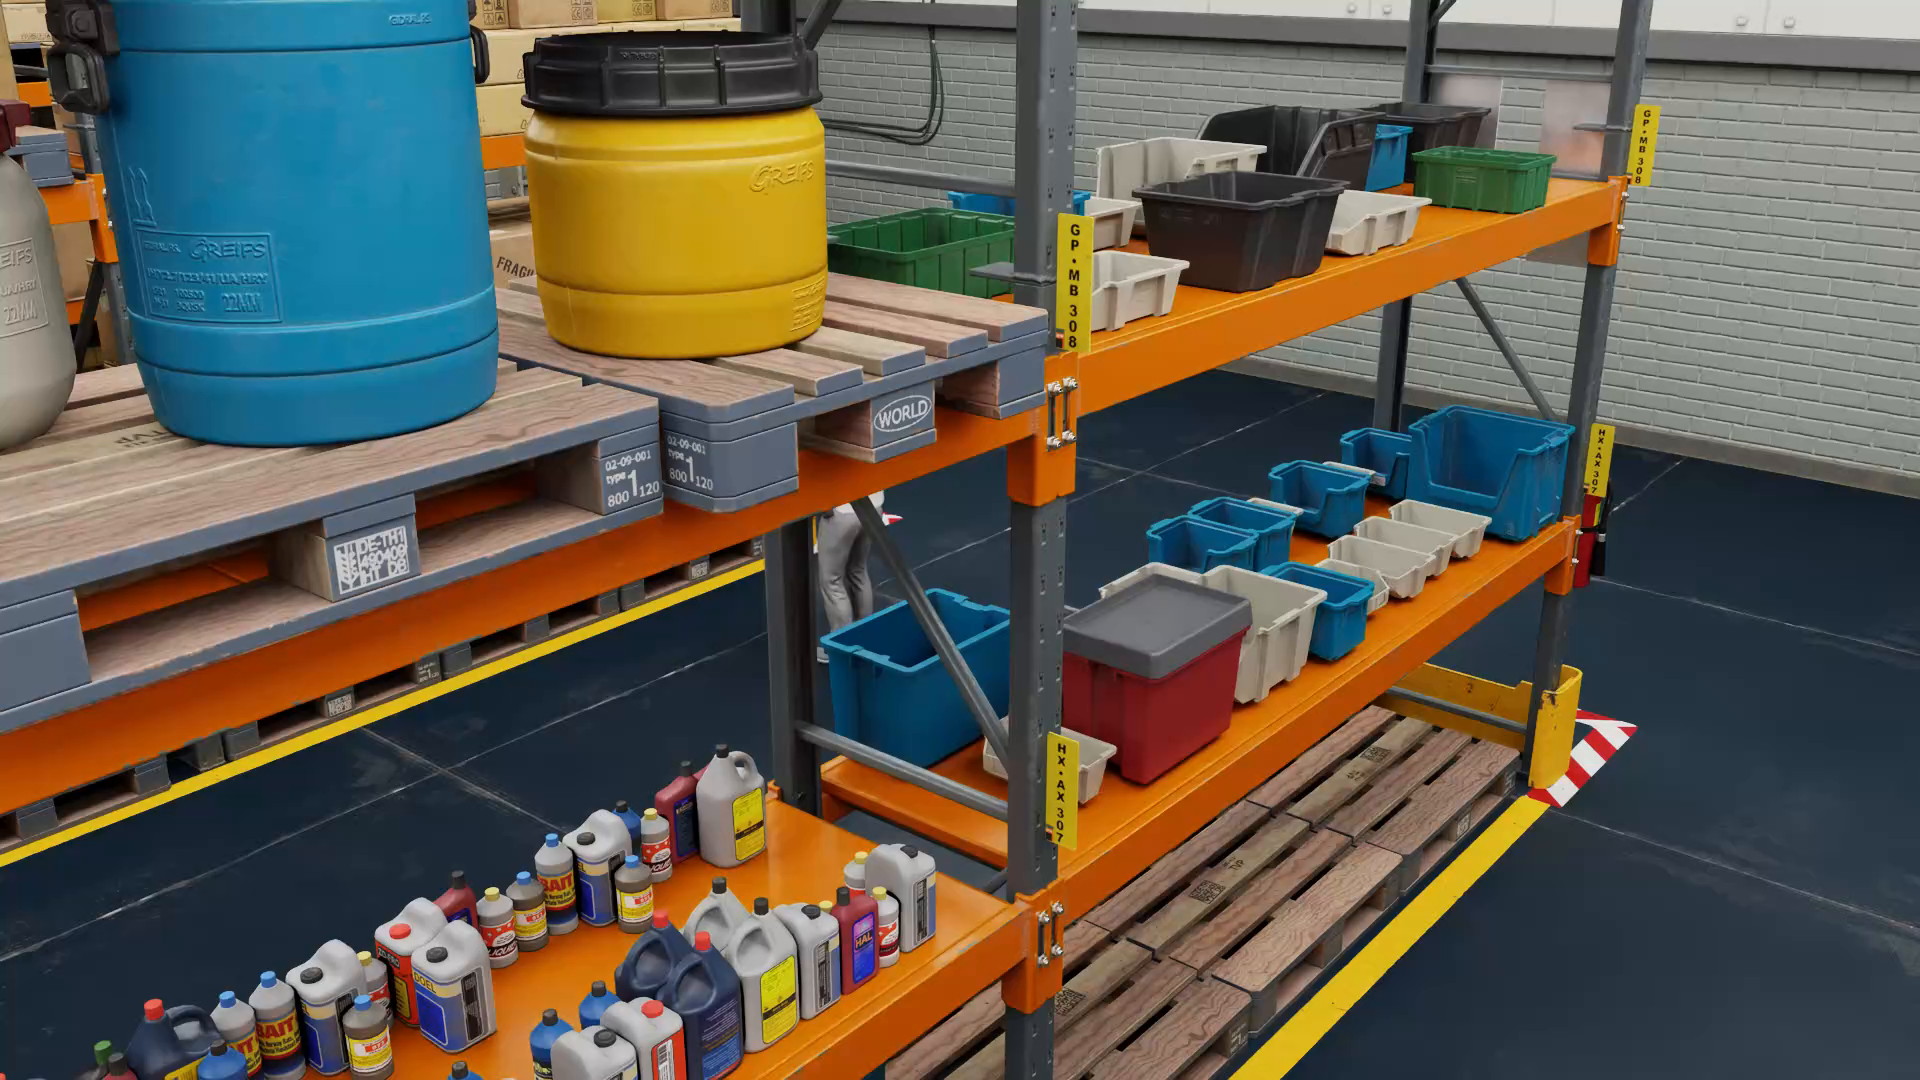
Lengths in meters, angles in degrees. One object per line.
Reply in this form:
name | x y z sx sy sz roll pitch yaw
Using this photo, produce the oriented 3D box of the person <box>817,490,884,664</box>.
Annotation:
person | -0.677 -0.155 8.981 0.528 1.682 0.416 15 25 35
